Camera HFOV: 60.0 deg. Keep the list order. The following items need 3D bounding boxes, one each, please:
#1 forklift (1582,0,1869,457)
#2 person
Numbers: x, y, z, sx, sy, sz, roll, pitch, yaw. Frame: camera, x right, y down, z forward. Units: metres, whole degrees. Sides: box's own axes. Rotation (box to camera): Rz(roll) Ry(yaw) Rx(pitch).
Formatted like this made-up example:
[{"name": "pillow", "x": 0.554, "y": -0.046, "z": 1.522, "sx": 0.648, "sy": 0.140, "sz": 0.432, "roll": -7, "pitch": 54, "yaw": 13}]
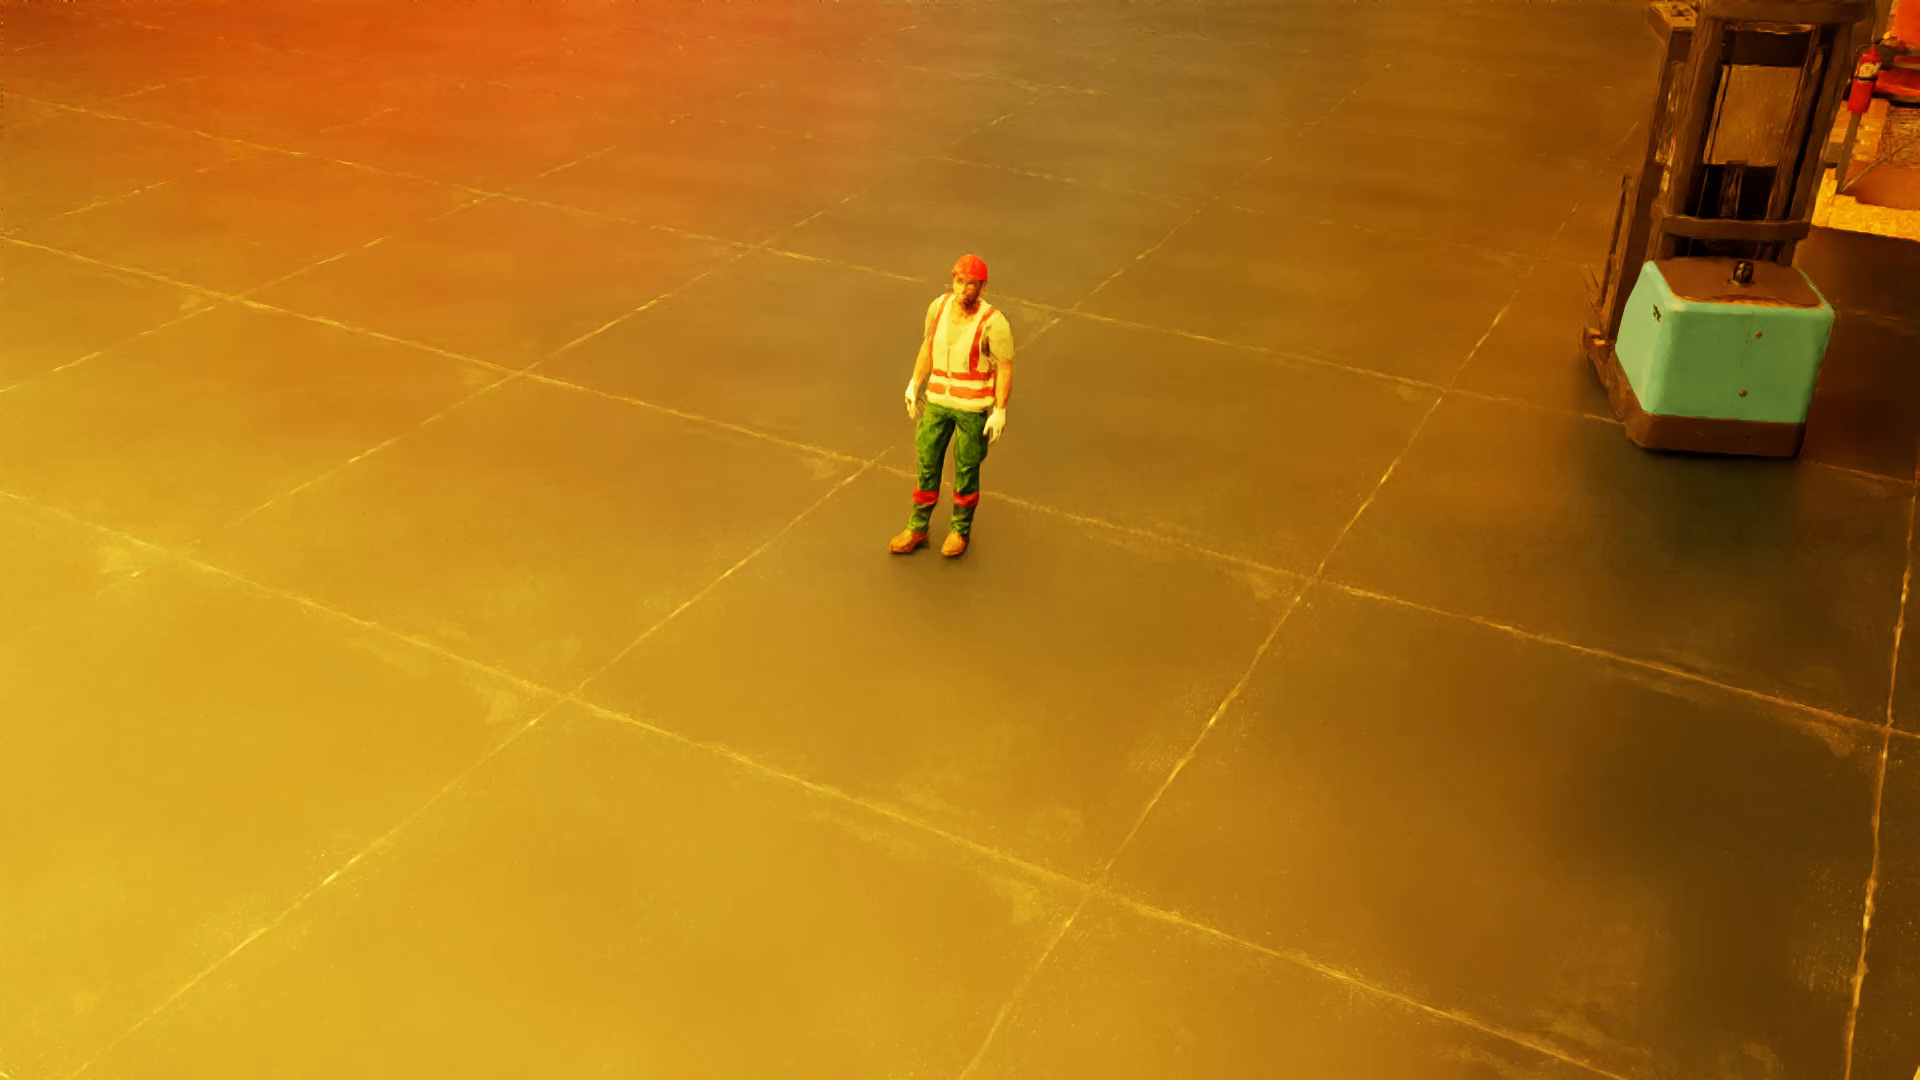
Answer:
[{"name": "forklift", "x": 5.183, "y": -2.523, "z": 11.443, "sx": 1.130, "sy": 2.935, "sz": 3.031, "roll": 4, "pitch": 30, "yaw": 8}, {"name": "person", "x": -0.049, "y": -0.748, "z": 9.494, "sx": 0.637, "sy": 1.787, "sz": 0.559, "roll": 15, "pitch": 33, "yaw": 25}]
